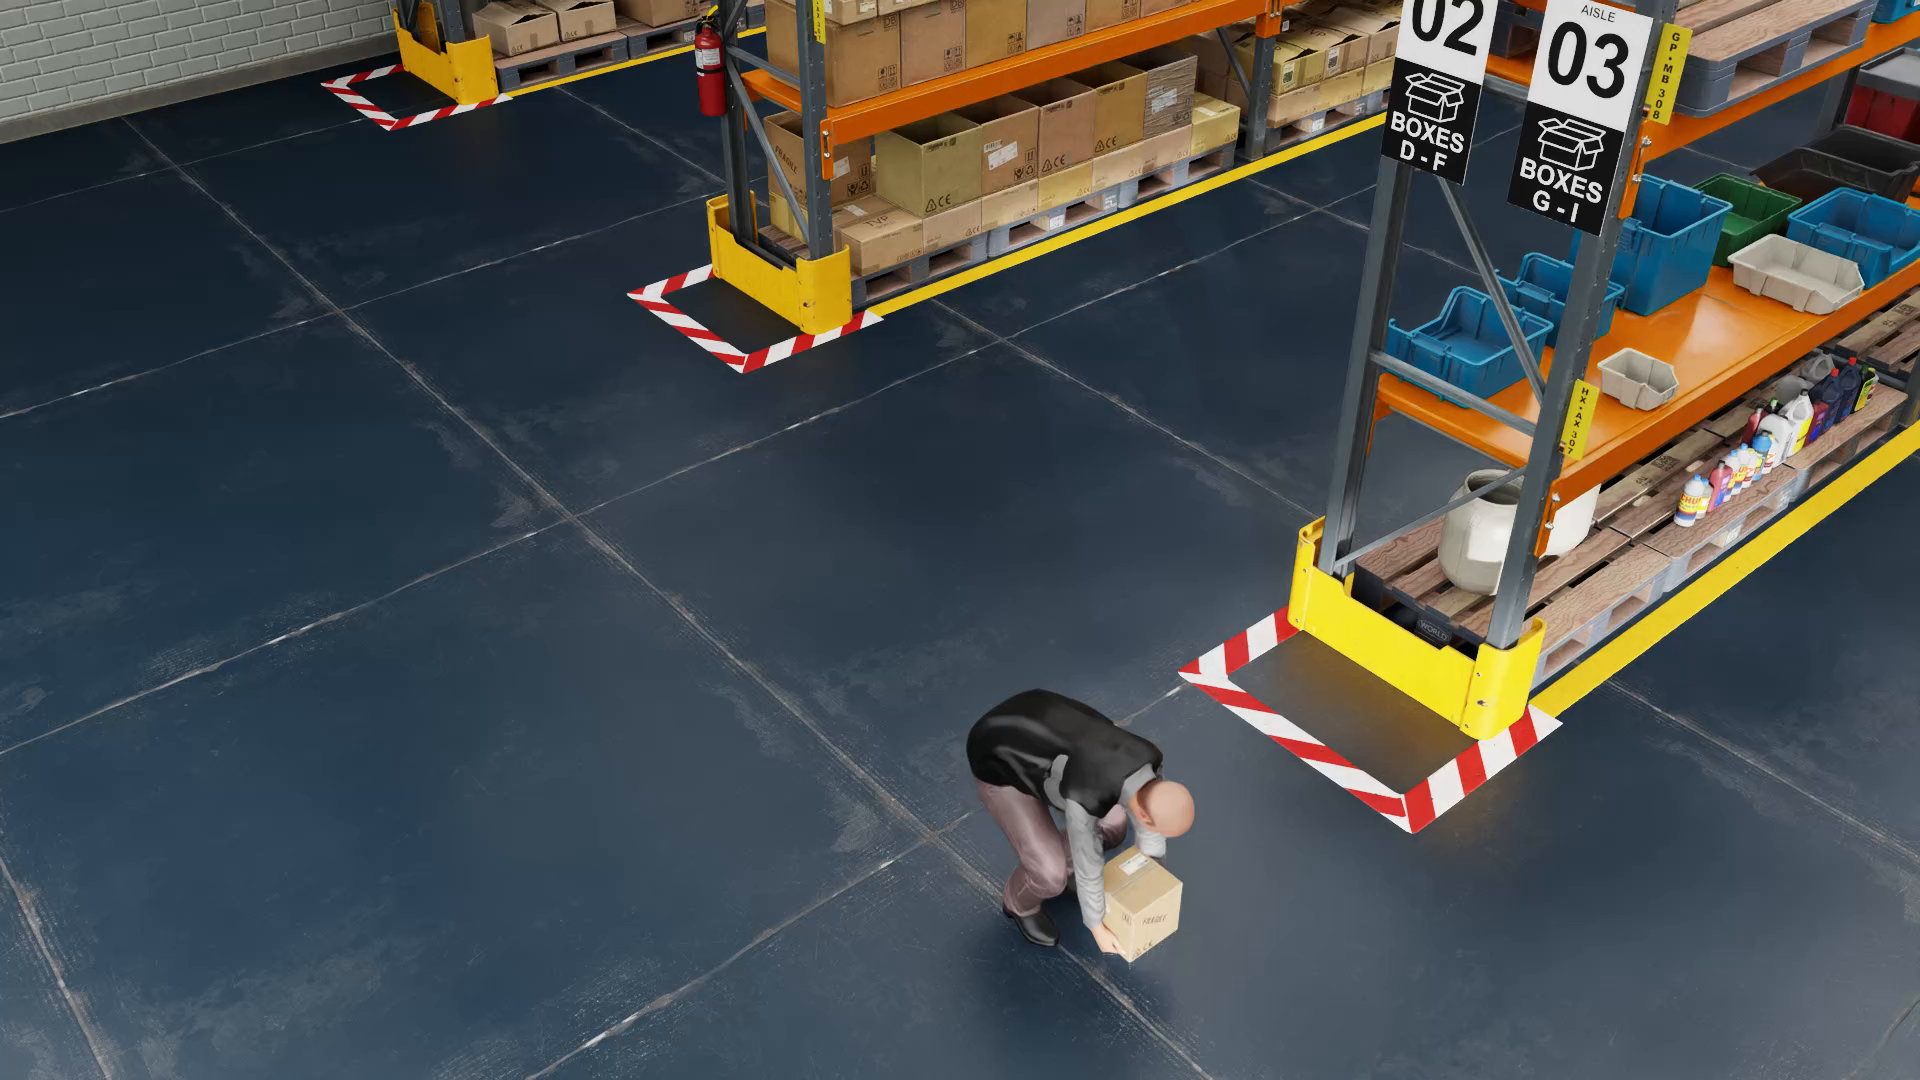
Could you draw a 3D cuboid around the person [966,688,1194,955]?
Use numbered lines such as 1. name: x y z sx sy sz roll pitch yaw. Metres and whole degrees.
1. person: 0.450 1.085 6.188 0.504 1.023 0.949 -28 44 -34
